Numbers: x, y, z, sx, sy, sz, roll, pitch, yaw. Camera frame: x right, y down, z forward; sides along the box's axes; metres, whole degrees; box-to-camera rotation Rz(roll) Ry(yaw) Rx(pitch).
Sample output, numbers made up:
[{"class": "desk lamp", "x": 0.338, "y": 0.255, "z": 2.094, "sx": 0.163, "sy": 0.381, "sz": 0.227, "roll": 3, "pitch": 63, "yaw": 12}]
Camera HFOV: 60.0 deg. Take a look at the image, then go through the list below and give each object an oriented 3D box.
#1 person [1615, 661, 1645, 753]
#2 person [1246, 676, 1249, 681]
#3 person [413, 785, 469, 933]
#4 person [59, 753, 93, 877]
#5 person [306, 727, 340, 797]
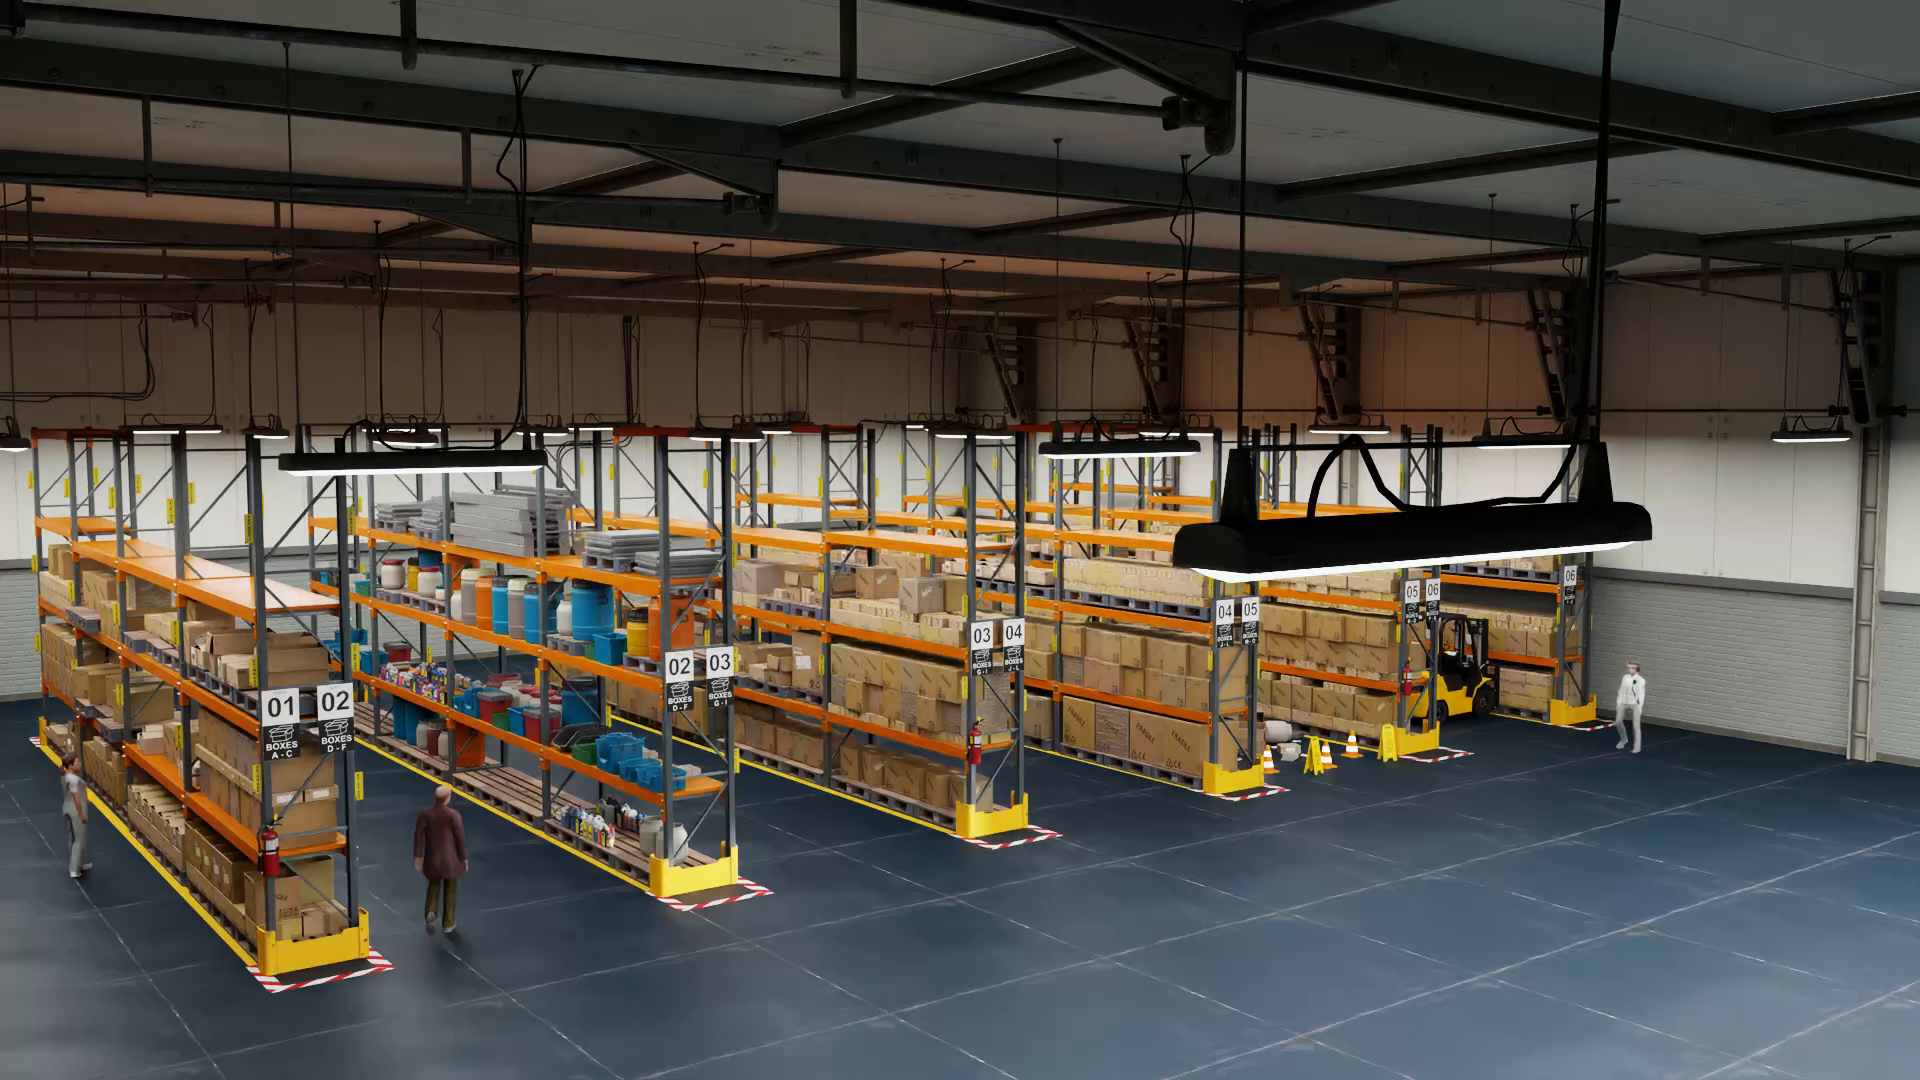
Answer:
[{"class": "person", "x": 12.412, "y": 3.074, "z": 30.796, "sx": 0.394, "sy": 1.692, "sz": 0.511, "roll": -4, "pitch": 6, "yaw": -41}, {"class": "person", "x": 6.566, "y": 2.450, "z": 38.703, "sx": 0.739, "sy": 1.712, "sz": 0.481, "roll": 4, "pitch": 6, "yaw": 41}, {"class": "person", "x": -6.273, "y": 3.858, "z": 20.086, "sx": 0.658, "sy": 1.785, "sz": 0.541, "roll": 0, "pitch": 4, "yaw": -4}, {"class": "person", "x": -12.024, "y": 3.735, "z": 22.675, "sx": 0.454, "sy": 1.659, "sz": 0.545, "roll": 2, "pitch": 5, "yaw": 28}, {"class": "person", "x": -10.374, "y": 3.410, "z": 26.915, "sx": 0.526, "sy": 1.683, "sz": 0.518, "roll": -1, "pitch": 5, "yaw": -11}]
